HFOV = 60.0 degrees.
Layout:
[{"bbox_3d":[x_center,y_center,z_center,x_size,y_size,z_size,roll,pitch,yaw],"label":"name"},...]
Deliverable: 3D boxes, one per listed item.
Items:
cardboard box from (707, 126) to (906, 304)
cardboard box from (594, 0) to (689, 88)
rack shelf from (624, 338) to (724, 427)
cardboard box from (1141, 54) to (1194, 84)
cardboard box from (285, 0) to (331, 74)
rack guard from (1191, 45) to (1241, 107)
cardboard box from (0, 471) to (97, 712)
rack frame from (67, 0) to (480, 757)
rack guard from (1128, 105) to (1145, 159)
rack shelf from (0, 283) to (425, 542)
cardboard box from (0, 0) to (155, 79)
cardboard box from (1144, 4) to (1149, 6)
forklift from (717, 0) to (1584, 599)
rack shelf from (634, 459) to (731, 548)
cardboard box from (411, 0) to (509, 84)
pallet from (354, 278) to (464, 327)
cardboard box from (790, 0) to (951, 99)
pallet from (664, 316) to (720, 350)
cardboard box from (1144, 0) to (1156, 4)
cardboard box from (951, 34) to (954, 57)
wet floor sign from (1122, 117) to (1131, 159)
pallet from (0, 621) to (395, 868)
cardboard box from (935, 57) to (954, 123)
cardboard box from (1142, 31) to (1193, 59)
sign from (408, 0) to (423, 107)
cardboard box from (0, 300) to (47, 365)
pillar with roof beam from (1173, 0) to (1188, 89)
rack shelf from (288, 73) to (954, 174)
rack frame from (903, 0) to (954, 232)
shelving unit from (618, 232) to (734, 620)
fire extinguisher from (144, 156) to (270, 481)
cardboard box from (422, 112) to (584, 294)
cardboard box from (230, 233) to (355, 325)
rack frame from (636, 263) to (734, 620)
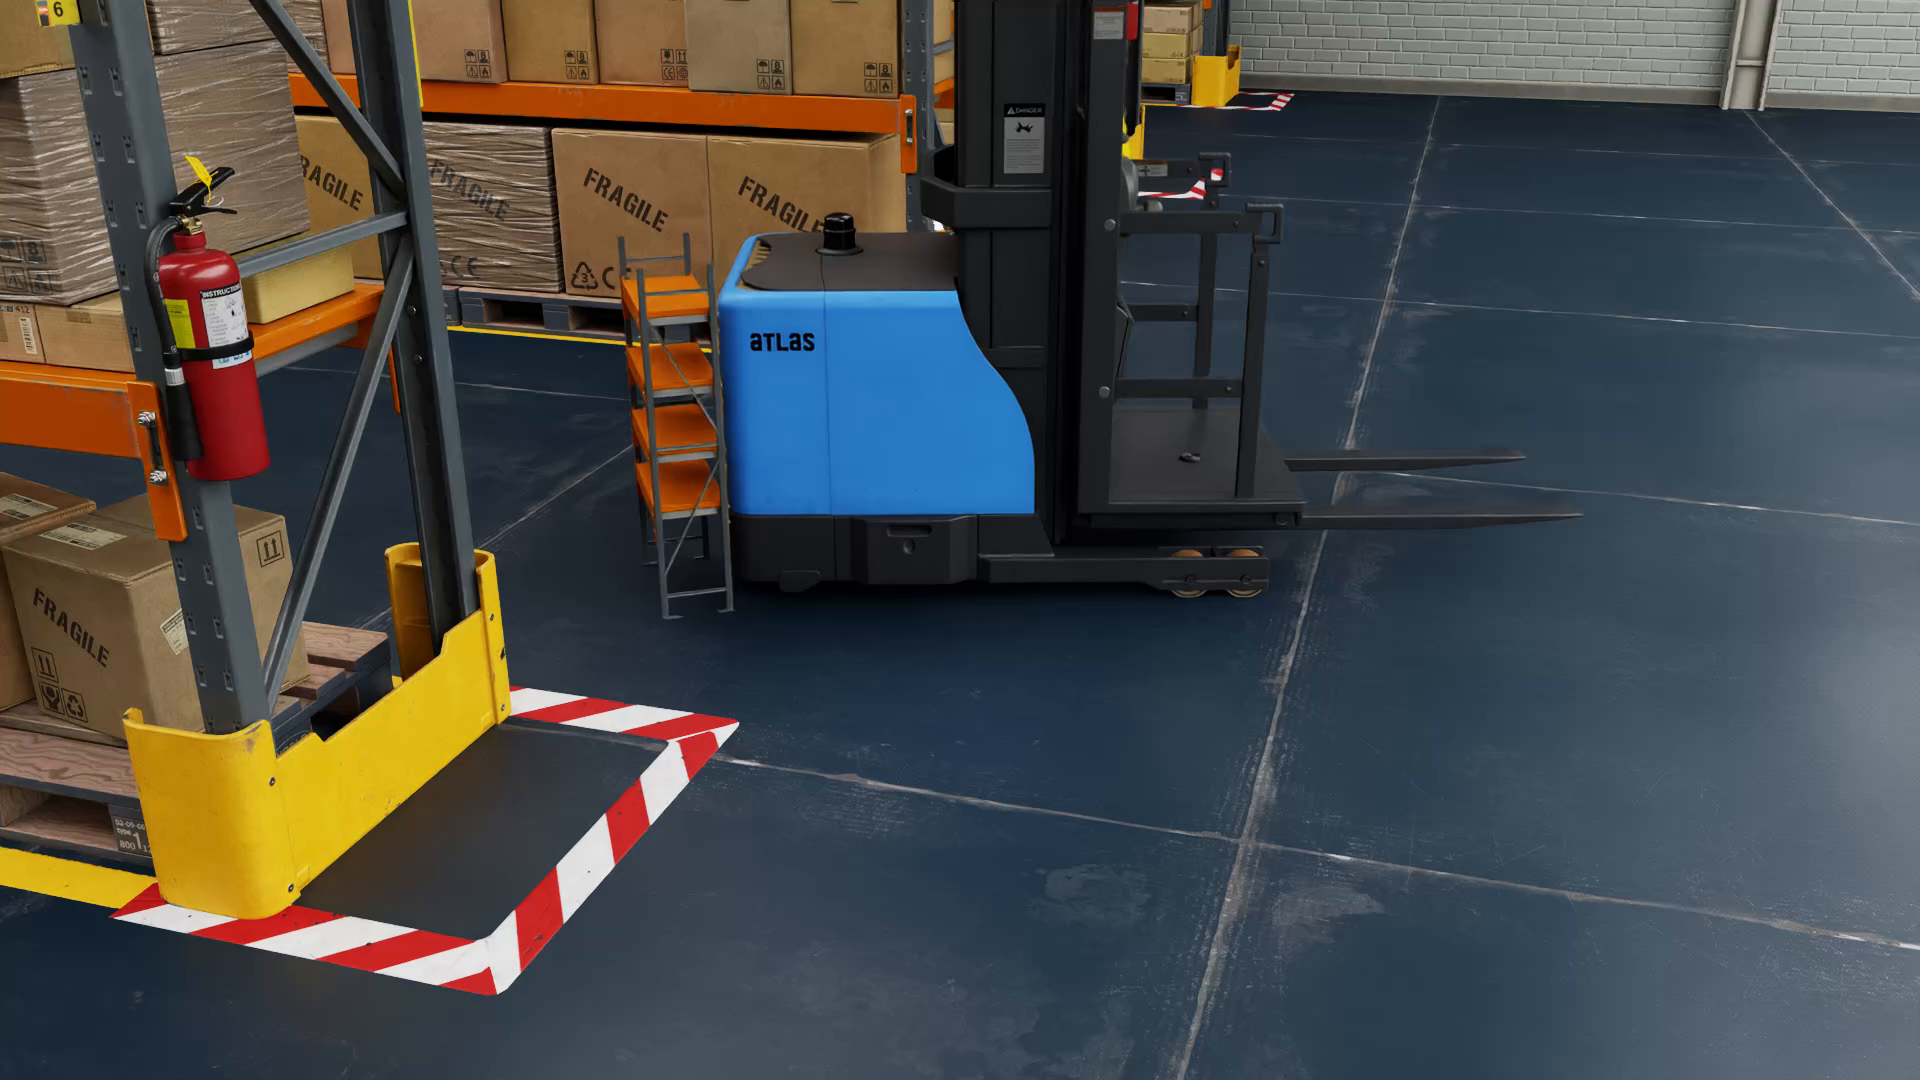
[{"bbox_3d":[-0.734,-1.737,8.798,0.875,0.875,0.875,7,23,16],"label":"cardboard box"},{"bbox_3d":[-1.467,-2.728,8.771,0.550,0.550,0.875,7,23,16],"label":"cardboard box"},{"bbox_3d":[-0.963,-0.534,5.578,0.258,0.148,0.480,-7,23,-16],"label":"rack shelf"},{"bbox_3d":[2.157,-4.947,17.449,0.500,0.250,0.500,7,23,16],"label":"cardboard box"},{"bbox_3d":[-3.539,-2.947,9.304,0.550,0.550,0.875,7,23,16],"label":"cardboard box"},{"bbox_3d":[2.721,-4.929,17.629,0.348,0.500,1.175,7,23,16],"label":"rack guard"},{"bbox_3d":[-2.770,0.150,4.691,0.500,0.500,0.500,13,26,29],"label":"cardboard box"},{"bbox_3d":[-1.595,-0.684,3.985,0.127,3.000,1.000,7,23,16],"label":"rack frame"},{"bbox_3d":[1.195,-3.137,13.258,0.348,0.500,1.175,7,23,16],"label":"rack guard"},{"bbox_3d":[-3.510,-0.571,4.656,4.000,0.370,1.077,7,23,16],"label":"rack shelf"},{"bbox_3d":[-2.193,-1.301,3.648,0.500,0.500,0.500,7,23,16],"label":"cardboard box"},{"bbox_3d":[1.676,-5.464,17.391,0.500,0.250,0.500,7,23,16],"label":"cardboard box"},{"bbox_3d":[0.695,-1.355,5.711,3.031,2.935,1.130,0,22,-1],"label":"forklift"},{"bbox_3d":[-0.963,-0.143,5.738,0.258,0.148,0.480,-7,23,-16],"label":"rack shelf"},{"bbox_3d":[-2.522,-2.793,8.929,0.550,0.550,0.875,7,23,16],"label":"cardboard box"},{"bbox_3d":[-3.190,-1.512,9.677,1.213,0.211,1.003,7,23,15],"label":"pallet"},{"bbox_3d":[-0.434,-2.569,8.382,0.550,0.550,0.875,7,23,16],"label":"cardboard box"},{"bbox_3d":[-0.854,-1.244,9.025,1.213,0.211,1.003,7,23,15],"label":"pallet"},{"bbox_3d":[1.813,-5.648,17.839,0.500,0.250,0.500,7,23,16],"label":"cardboard box"},{"bbox_3d":[0.054,-3.863,12.962,0.250,0.149,0.380,7,23,17],"label":"cardboard box"},{"bbox_3d":[1.140,-2.786,12.211,0.232,0.644,0.267,16,27,34],"label":"wet floor sign"},{"bbox_3d":[-2.436,0.496,4.783,1.213,0.211,1.003,7,23,16],"label":"pallet"},{"bbox_3d":[-0.076,-3.603,13.182,0.500,0.500,0.500,7,23,17],"label":"cardboard box"},{"bbox_3d":[2.141,-5.182,17.361,0.500,0.250,0.500,6,23,15],"label":"cardboard box"},{"bbox_3d":[-1.439,-1.282,4.302,0.005,0.325,0.100,7,23,16],"label":"sign"},{"bbox_3d":[-2.167,-0.552,3.994,0.250,0.149,0.380,7,23,16],"label":"cardboard box"},{"bbox_3d":[1.048,-7.704,13.193,0.400,9.000,9.100,7,23,16],"label":"pillar with roof beam"},{"bbox_3d":[-1.980,-2.362,9.023,4.000,0.370,1.077,7,23,16],"label":"rack shelf"},{"bbox_3d":[-0.066,-2.475,8.352,0.127,3.000,1.000,7,23,16],"label":"rack frame"},{"bbox_3d":[-0.963,-0.389,5.637,0.258,1.200,0.503,-7,23,-16],"label":"shelving unit"},{"bbox_3d":[-1.619,-0.468,3.561,0.183,0.674,0.296,7,23,16],"label":"fire extinguisher"},{"bbox_3d":[-2.449,-1.933,9.277,0.875,0.875,0.875,7,23,16],"label":"cardboard box"},{"bbox_3d":[-1.799,-0.686,4.320,0.250,0.149,0.380,7,23,16],"label":"cardboard box"},{"bbox_3d":[-0.890,-0.301,5.422,0.240,1.200,0.015,-7,23,-16],"label":"rack frame"}]
